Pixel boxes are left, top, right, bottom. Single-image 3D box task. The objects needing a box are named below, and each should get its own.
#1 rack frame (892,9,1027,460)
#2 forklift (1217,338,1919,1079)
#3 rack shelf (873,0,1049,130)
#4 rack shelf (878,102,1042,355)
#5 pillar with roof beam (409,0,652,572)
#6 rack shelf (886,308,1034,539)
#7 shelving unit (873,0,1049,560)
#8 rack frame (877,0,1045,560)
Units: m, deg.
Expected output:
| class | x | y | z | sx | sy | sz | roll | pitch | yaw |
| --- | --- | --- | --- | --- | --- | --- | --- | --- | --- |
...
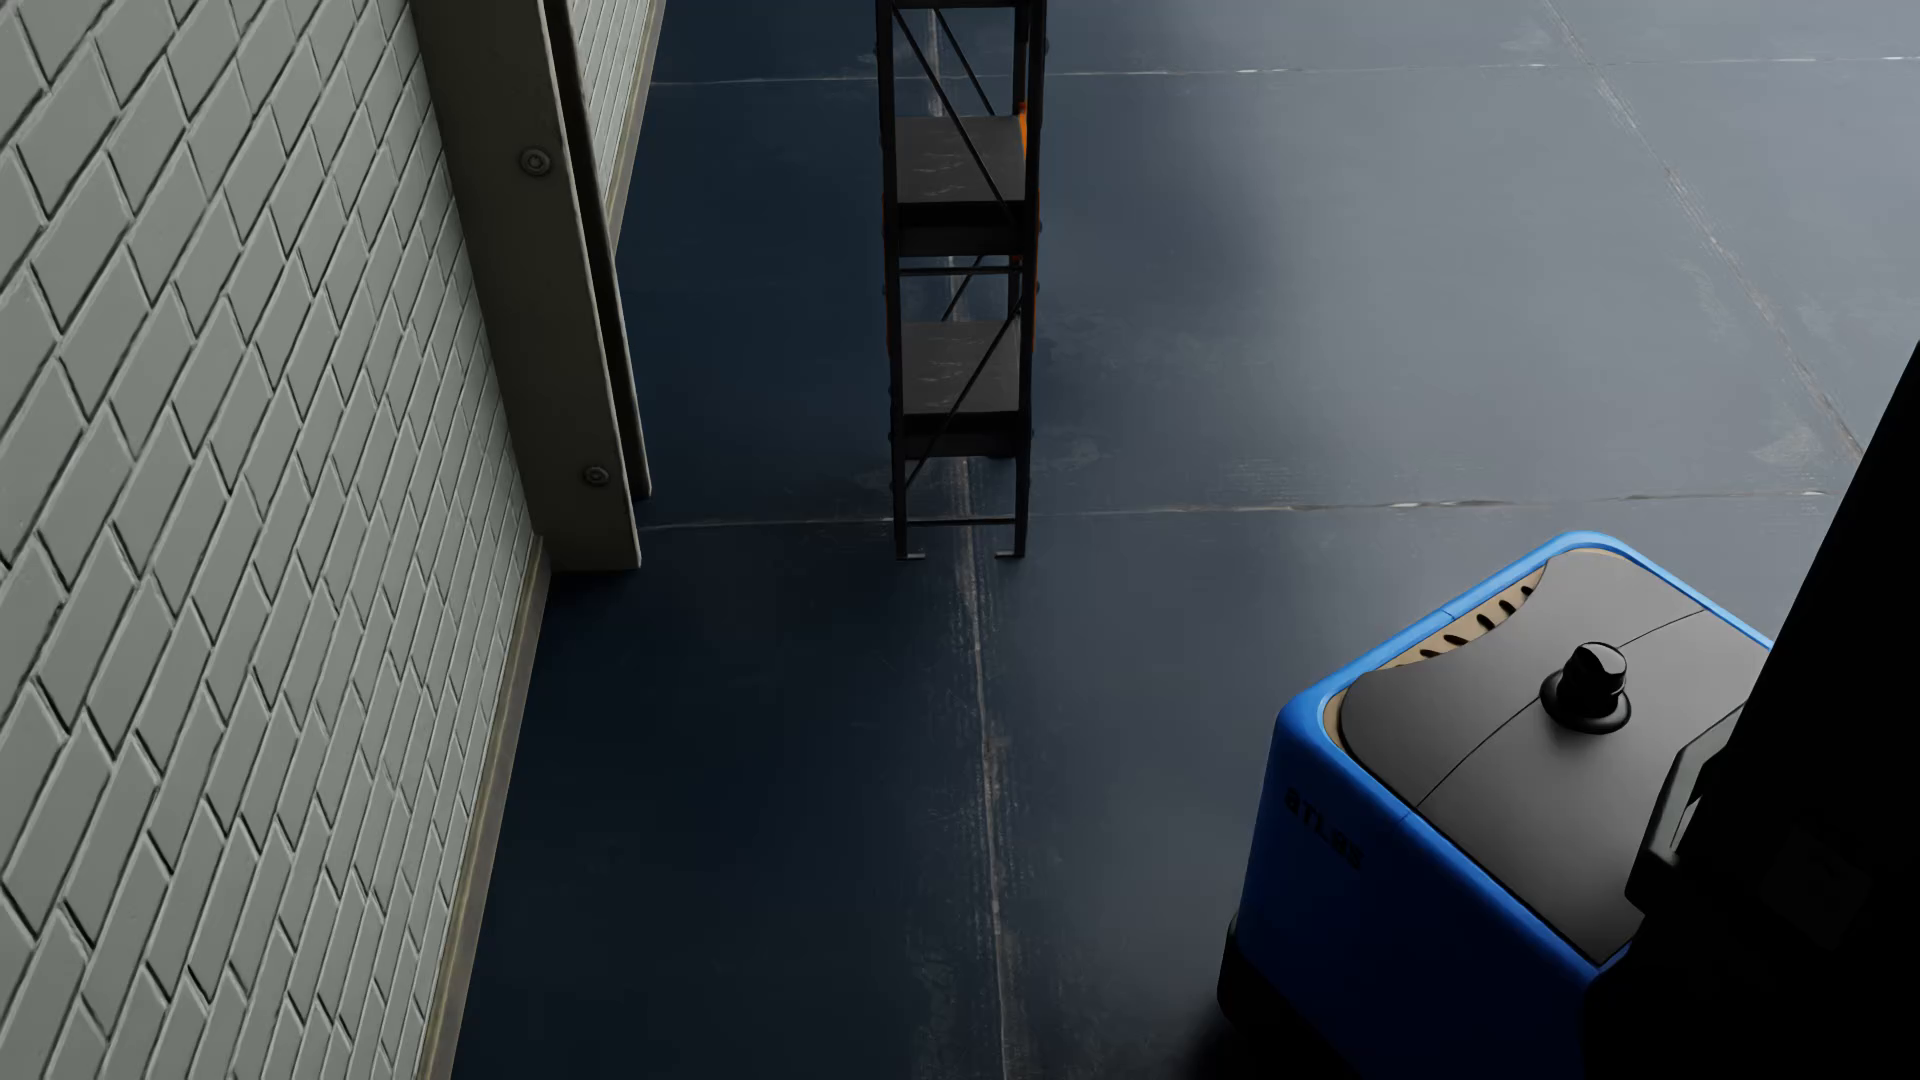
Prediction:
| class | x | y | z | sx | sy | sz | roll | pitch | yaw |
| --- | --- | --- | --- | --- | --- | --- | --- | --- | --- |
| rack frame | -0.017 | -1.051 | 4.842 | 0.400 | 2.100 | 0.015 | -2 | 43 | -2 |
| forklift | 1.887 | 0.661 | 2.360 | 1.130 | 2.935 | 3.031 | -26 | 49 | -26 |
| rack shelf | -0.007 | -1.392 | 4.199 | 0.431 | 0.518 | 0.480 | -2 | 43 | -2 |
| rack shelf | -0.007 | -0.876 | 4.672 | 0.431 | 0.518 | 0.480 | -2 | 43 | -2 |
| pillar with roof beam | 3.147 | -3.481 | 2.388 | 9.100 | 9.000 | 0.400 | -2 | 43 | -2 |
| rack shelf | -0.007 | -0.360 | 5.145 | 0.431 | 0.518 | 0.480 | -2 | 43 | -2 |
| shelving unit | -0.007 | -0.886 | 4.662 | 0.431 | 2.100 | 0.503 | -2 | 43 | -2 |
| rack frame | 0.003 | -0.721 | 4.483 | 0.400 | 2.100 | 0.015 | -2 | 43 | -2 |
